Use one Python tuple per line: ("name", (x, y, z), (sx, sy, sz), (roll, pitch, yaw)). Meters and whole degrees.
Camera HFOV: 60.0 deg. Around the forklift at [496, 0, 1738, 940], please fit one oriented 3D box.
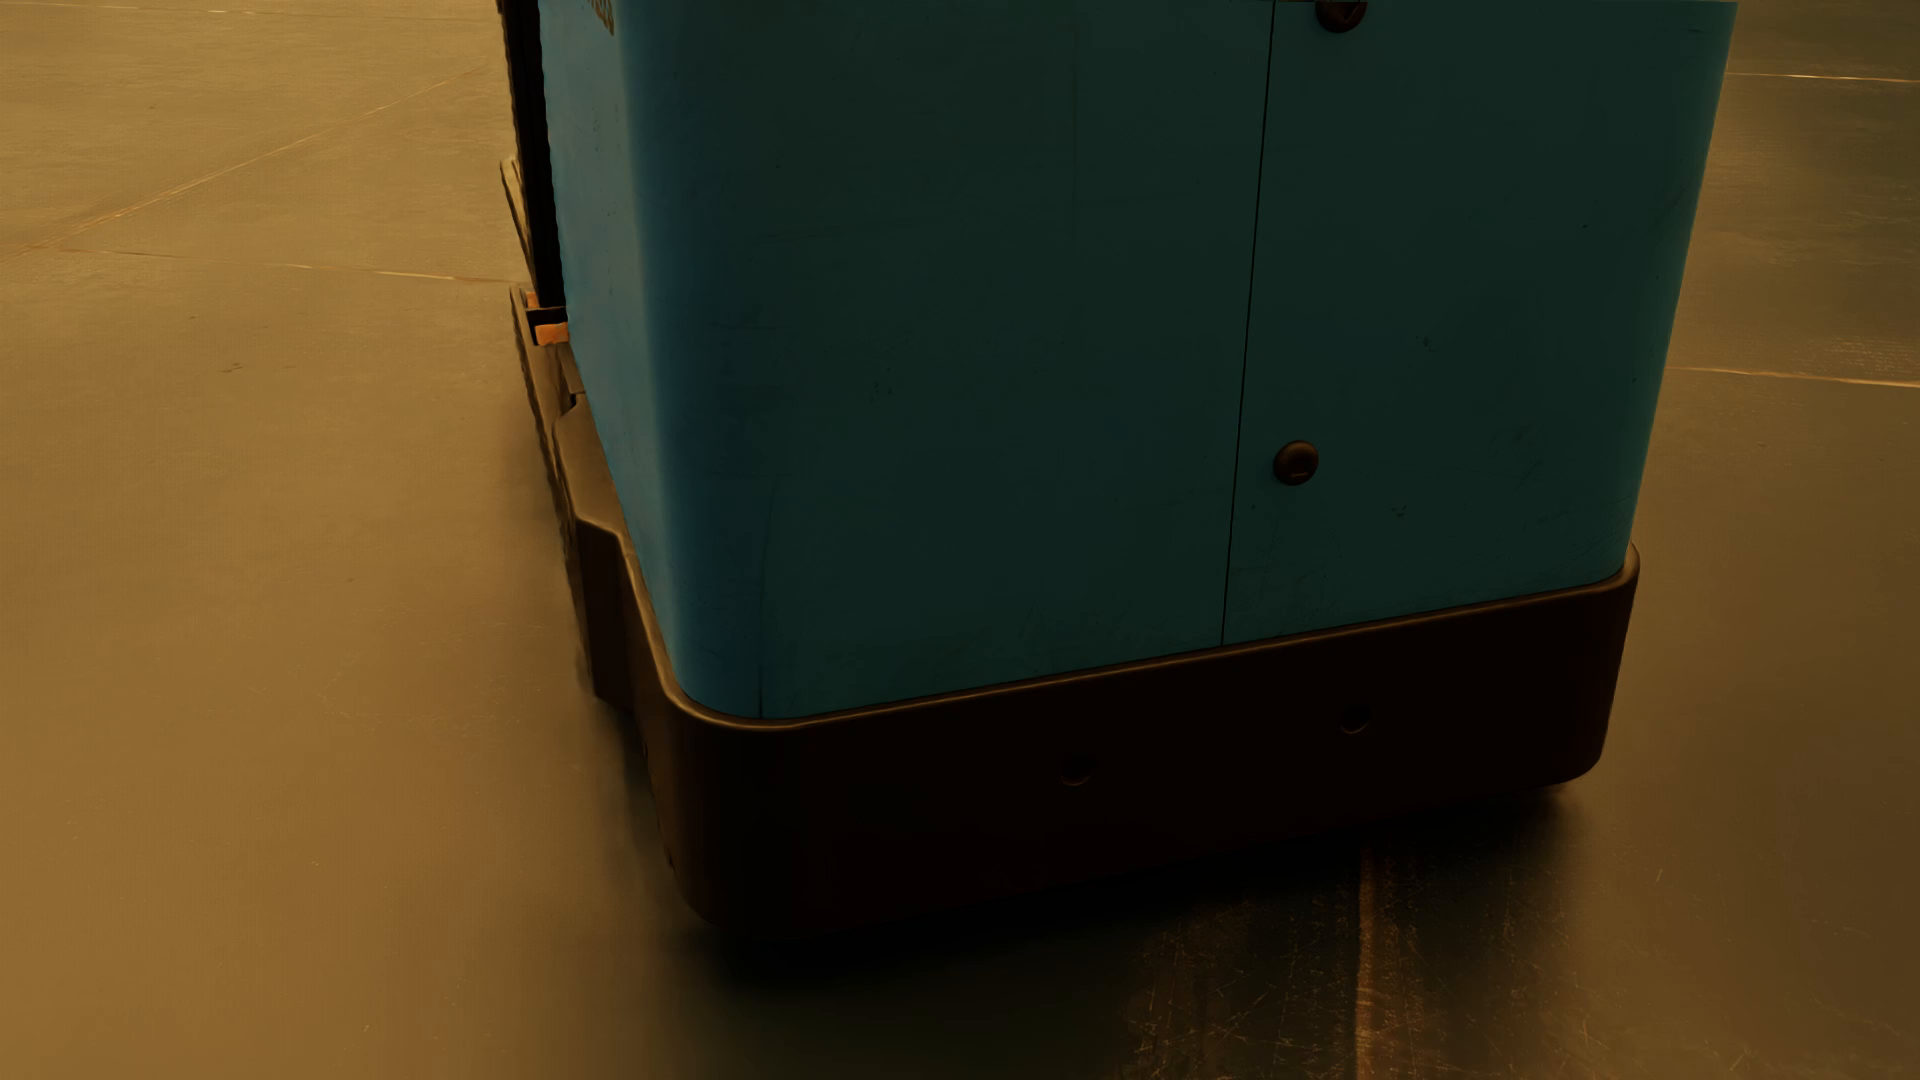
("forklift", (-0.202, -1.572, 2.362), (1.130, 2.935, 3.031), (-8, 28, -16))
